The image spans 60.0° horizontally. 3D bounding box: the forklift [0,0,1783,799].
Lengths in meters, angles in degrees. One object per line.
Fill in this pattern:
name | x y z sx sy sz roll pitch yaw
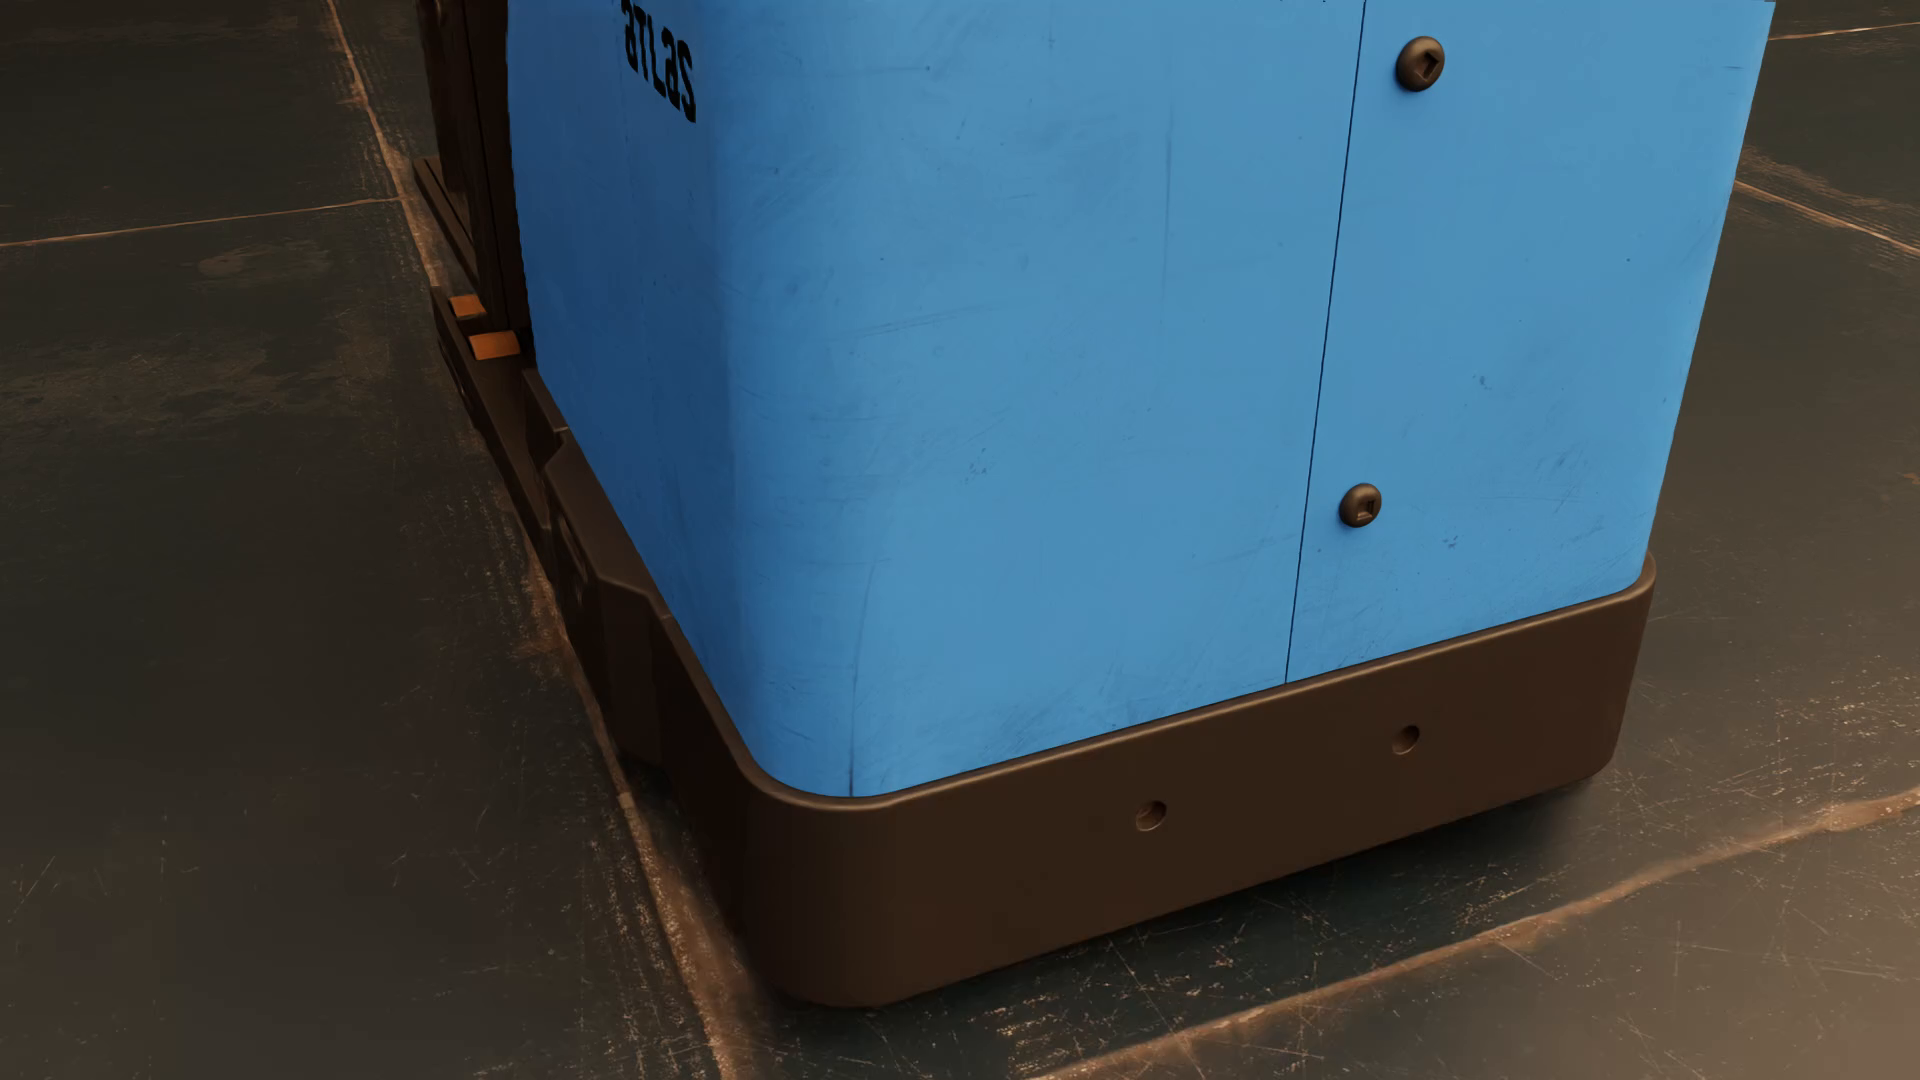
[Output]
forklift | -0.662 -1.301 1.823 3.031 2.935 1.130 4 30 7
